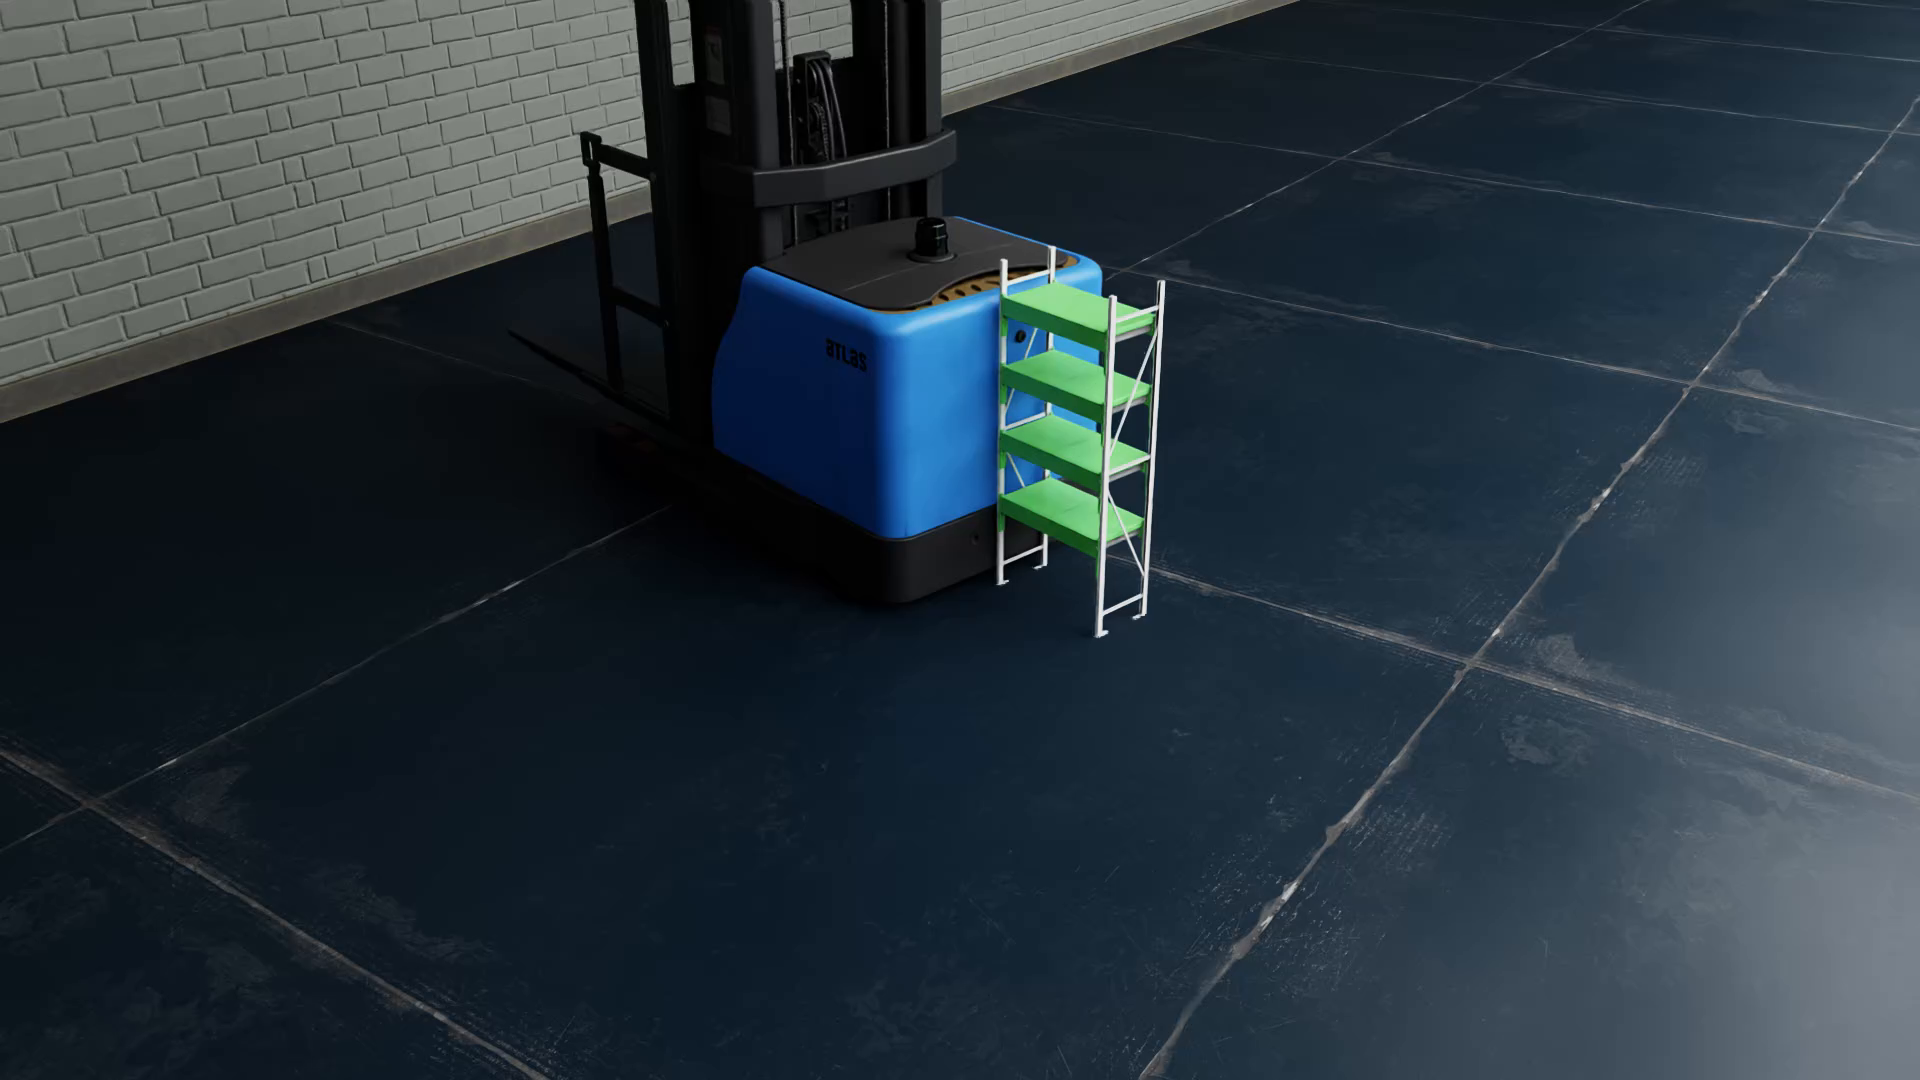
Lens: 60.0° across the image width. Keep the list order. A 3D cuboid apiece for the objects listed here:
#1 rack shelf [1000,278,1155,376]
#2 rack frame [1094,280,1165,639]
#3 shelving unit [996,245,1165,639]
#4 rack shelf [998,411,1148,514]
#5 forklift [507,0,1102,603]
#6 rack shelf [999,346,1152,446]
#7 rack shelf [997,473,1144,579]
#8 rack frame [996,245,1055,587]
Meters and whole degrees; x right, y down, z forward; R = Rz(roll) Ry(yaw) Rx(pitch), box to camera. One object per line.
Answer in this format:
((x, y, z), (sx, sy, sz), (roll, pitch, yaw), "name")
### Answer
((0.385, -0.695, 5.375), (0.258, 0.148, 0.480), (-22, 34, -36), "rack shelf")
((0.547, -0.241, 5.402), (0.240, 1.200, 0.015), (-22, 34, -36), "rack frame")
((0.385, -0.324, 5.564), (0.258, 1.200, 0.503), (-22, 34, -36), "shelving unit")
((0.385, -0.267, 5.593), (0.258, 0.148, 0.480), (-22, 34, -36), "rack shelf")
((-0.841, -1.678, 6.315), (1.130, 2.935, 3.031), (-22, 34, -36), "forklift")
((0.385, -0.481, 5.484), (0.258, 0.148, 0.480), (-22, 34, -36), "rack shelf")
((0.385, -0.053, 5.702), (0.258, 0.148, 0.480), (-22, 34, -36), "rack shelf")
((0.222, -0.407, 5.726), (0.240, 1.200, 0.015), (-22, 34, -36), "rack frame")
